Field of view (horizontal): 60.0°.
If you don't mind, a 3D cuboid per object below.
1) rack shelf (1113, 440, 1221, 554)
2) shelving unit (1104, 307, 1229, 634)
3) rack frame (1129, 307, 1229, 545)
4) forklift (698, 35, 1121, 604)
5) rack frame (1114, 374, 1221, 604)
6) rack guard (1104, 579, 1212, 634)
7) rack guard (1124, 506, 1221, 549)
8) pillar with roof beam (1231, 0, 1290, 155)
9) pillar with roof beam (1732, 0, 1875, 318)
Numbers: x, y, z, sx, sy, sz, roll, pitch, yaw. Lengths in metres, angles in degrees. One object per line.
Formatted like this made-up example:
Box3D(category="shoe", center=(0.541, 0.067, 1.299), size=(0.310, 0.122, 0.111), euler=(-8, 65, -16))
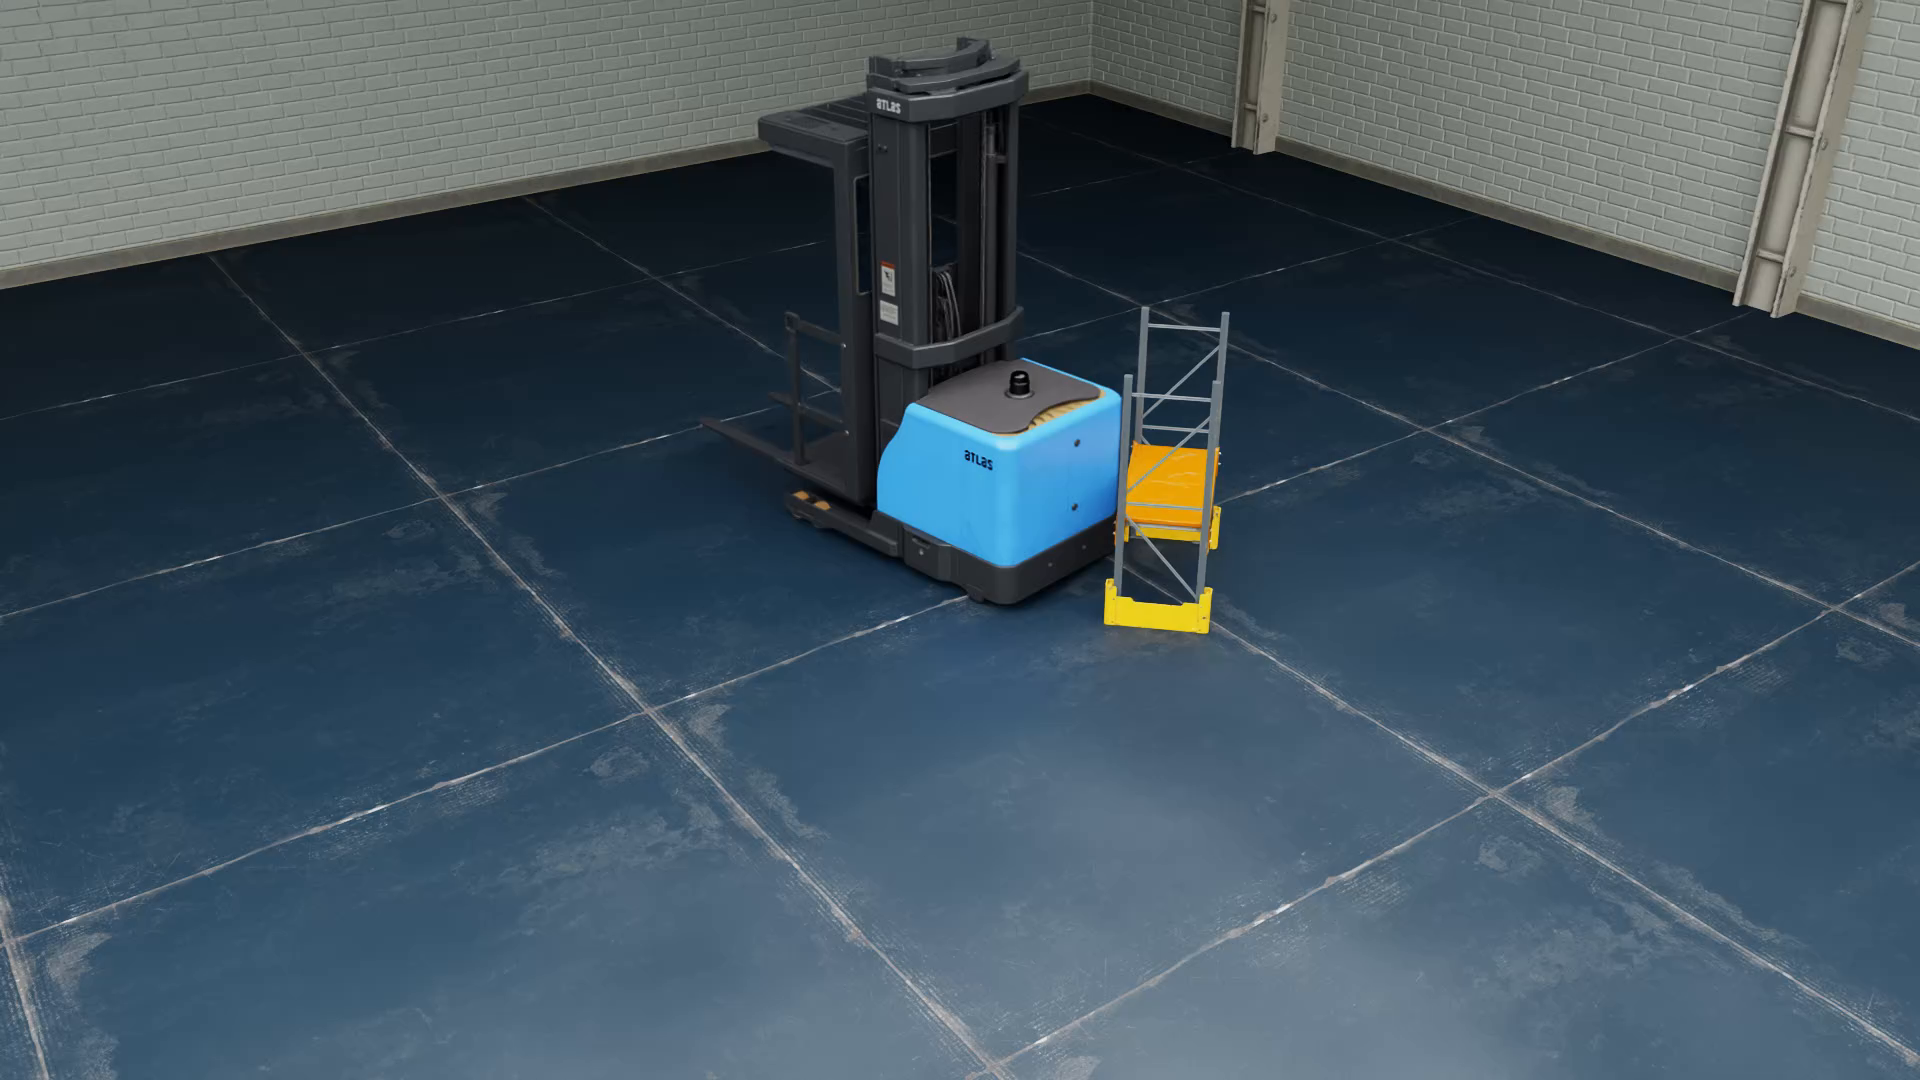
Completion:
Box3D(category="rack shelf", center=(1.198, -0.259, 9.533), size=(0.538, 0.185, 1.000), euler=(5, 29, 9))
Box3D(category="shelving unit", center=(1.197, -0.413, 9.439), size=(0.587, 1.500, 1.083), euler=(5, 29, 9))
Box3D(category="rack frame", center=(1.291, -0.656, 9.886), size=(0.500, 1.500, 0.032), euler=(5, 29, 9))
Box3D(category="forklift", center=(-0.462, -1.521, 9.979), size=(3.031, 2.935, 1.130), euler=(25, 37, 38))
Box3D(category="rack frame", center=(1.105, -0.179, 9.008), size=(0.500, 1.500, 0.032), euler=(5, 29, 9))
Box3D(category="rack guard", center=(1.106, 0.370, 9.307), size=(0.587, 0.250, 0.087), euler=(5, 29, 9))
Box3D(category="rack guard", center=(1.288, -0.097, 10.168), size=(0.587, 0.250, 0.087), euler=(5, 29, 9))
Box3D(category="pillar with roof beam", center=(-0.311, -7.026, 13.758), size=(9.100, 9.000, 0.400), euler=(-19, 34, -31))
Box3D(category="pillar with roof beam", center=(3.170, -4.694, 9.463), size=(9.100, 9.000, 0.400), euler=(-19, 34, -31))
